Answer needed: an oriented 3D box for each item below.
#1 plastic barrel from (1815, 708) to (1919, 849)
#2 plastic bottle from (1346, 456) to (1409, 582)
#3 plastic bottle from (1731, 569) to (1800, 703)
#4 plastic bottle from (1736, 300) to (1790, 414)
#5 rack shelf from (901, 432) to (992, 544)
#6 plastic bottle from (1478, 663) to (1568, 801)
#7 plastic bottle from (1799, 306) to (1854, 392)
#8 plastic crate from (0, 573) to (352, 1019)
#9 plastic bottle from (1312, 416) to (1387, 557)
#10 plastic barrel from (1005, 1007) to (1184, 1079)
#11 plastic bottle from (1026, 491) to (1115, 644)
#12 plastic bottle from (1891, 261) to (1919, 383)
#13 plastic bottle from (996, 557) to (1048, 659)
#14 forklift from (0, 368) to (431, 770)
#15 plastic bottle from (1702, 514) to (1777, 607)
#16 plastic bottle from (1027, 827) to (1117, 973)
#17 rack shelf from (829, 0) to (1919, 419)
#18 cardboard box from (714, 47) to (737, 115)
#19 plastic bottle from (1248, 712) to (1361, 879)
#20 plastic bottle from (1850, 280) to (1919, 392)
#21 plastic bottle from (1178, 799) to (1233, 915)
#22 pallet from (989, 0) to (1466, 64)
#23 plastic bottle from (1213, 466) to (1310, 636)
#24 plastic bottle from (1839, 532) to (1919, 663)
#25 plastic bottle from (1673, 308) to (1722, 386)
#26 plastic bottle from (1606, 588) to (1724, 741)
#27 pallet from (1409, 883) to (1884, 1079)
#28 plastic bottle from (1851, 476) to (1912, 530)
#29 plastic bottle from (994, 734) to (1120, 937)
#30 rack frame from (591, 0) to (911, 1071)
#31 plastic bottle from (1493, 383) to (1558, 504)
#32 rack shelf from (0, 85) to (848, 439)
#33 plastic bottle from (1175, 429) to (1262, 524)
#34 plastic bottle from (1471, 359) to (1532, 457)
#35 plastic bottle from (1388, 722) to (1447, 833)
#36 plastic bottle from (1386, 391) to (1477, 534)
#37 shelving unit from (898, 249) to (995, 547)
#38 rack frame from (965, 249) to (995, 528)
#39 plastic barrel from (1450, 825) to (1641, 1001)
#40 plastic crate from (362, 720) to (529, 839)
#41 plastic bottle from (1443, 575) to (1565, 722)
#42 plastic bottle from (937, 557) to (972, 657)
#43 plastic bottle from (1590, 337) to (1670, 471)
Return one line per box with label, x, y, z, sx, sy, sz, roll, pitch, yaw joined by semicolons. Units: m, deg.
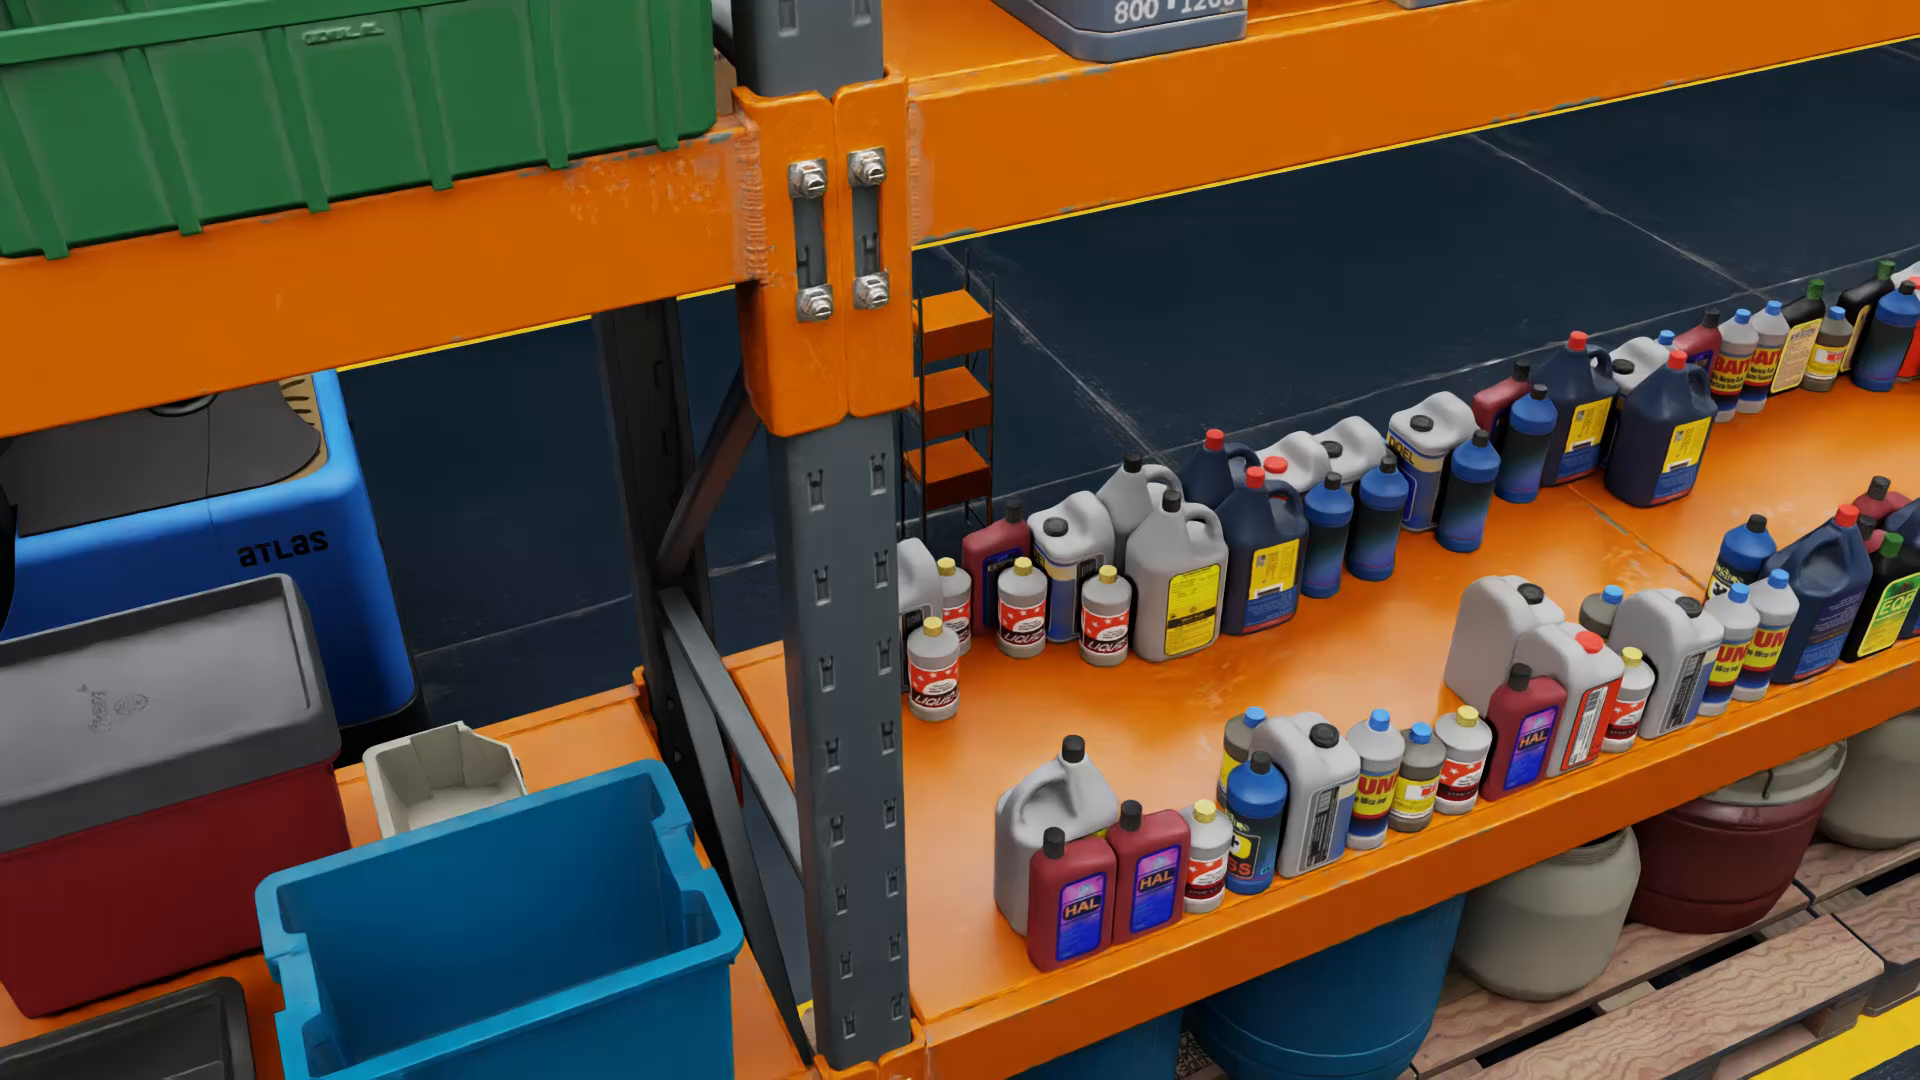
plastic barrel;2.373;0.505;4.287;0.421;0.512;0.421;0;37;0
plastic bottle;0.860;-0.051;3.409;0.097;0.271;0.097;0;37;0
plastic bottle;1.495;0.170;3.110;0.097;0.271;0.097;0;37;0
plastic bottle;1.888;-0.439;3.932;0.097;0.271;0.097;0;37;0
rack shelf;-0.048;-0.176;5.591;0.240;0.259;0.215;-16;39;-20
plastic bottle;0.978;0.322;2.896;0.133;0.283;0.061;-16;39;-20
plastic bottle;2.097;-0.469;4.032;0.097;0.201;0.097;0;37;0
plastic crate;-1.254;0.404;2.584;0.583;0.464;0.402;-16;39;-20
plastic bottle;0.790;-0.116;3.492;0.135;0.276;0.152;-16;39;-20
plastic barrel;0.161;0.908;3.416;0.708;0.901;0.600;-16;39;-20
plastic bottle;0.211;0.046;3.274;0.135;0.276;0.152;-16;39;-20
plastic bottle;2.334;-0.548;4.075;0.135;0.276;0.152;-16;39;-20
plastic bottle;0.121;0.123;3.233;0.097;0.201;0.097;0;37;0
forklift;-3.081;-0.400;3.828;3.031;2.935;1.130;-14;39;-18
plastic bottle;1.522;0.068;3.248;0.097;0.271;0.097;0;37;0
plastic bottle;0.174;0.547;2.593;0.133;0.283;0.061;-16;39;-20
rack shelf;1.472;-1.059;2.746;4.000;0.370;1.077;-16;39;-20
cardboard box;-1.064;-2.023;7.391;0.875;0.875;1.225;-17;40;-21
plastic bottle;0.573;0.408;2.786;0.135;0.276;0.152;-16;39;-20
plastic bottle;2.244;-0.498;4.012;0.097;0.271;0.097;0;37;0
plastic bottle;0.392;0.507;2.715;0.097;0.201;0.097;0;37;0
pallet;0.329;-1.017;2.244;1.003;0.211;1.213;-16;39;-20
plastic bottle;0.583;0.004;3.268;0.185;0.351;0.144;-16;39;-20
plastic bottle;1.775;0.099;3.196;0.133;0.283;0.061;-16;39;-20
plastic bottle;1.688;-0.400;3.869;0.133;0.283;0.061;-16;39;-20
plastic bottle;1.290;0.208;3.056;0.135;0.276;0.152;-16;39;-20
pallet;1.483;0.999;4.226;1.213;0.211;1.003;-16;39;-20
plastic bottle;1.834;-0.012;3.346;0.133;0.283;0.061;-16;39;-20
plastic bottle;0.154;0.458;2.656;0.185;0.351;0.144;-16;39;-20
rack frame;-0.339;0.363;2.743;0.127;3.000;1.000;-16;39;-20
plastic bottle;1.240;-0.218;3.634;0.097;0.271;0.097;0;37;0
rack shelf;-2.149;-0.047;1.381;4.000;0.370;1.077;-16;39;-20
plastic bottle;0.522;-0.073;3.372;0.185;0.351;0.144;-16;39;-20
plastic bottle;1.190;-0.261;3.681;0.133;0.283;0.061;-16;39;-20
plastic bottle;0.778;0.399;2.861;0.097;0.201;0.097;0;37;0
plastic bottle;1.000;-0.174;3.571;0.135;0.276;0.152;-16;39;-20
shelving unit;-0.048;-0.408;5.419;0.252;1.050;0.215;-16;39;-20
rack frame;0.062;-0.439;5.461;0.008;1.050;0.200;-16;39;-20
plastic barrel;1.351;0.791;3.902;0.421;0.512;0.421;0;37;0
plastic crate;-0.821;0.485;2.749;0.243;0.136;0.396;-16;39;-20
plastic bottle;1.016;0.184;3.088;0.135;0.276;0.152;-16;39;-20
plastic bottle;-0.026;0.124;3.231;0.097;0.201;0.097;0;37;0
plastic bottle;1.498;-0.314;3.759;0.135;0.276;0.152;-16;39;-20
